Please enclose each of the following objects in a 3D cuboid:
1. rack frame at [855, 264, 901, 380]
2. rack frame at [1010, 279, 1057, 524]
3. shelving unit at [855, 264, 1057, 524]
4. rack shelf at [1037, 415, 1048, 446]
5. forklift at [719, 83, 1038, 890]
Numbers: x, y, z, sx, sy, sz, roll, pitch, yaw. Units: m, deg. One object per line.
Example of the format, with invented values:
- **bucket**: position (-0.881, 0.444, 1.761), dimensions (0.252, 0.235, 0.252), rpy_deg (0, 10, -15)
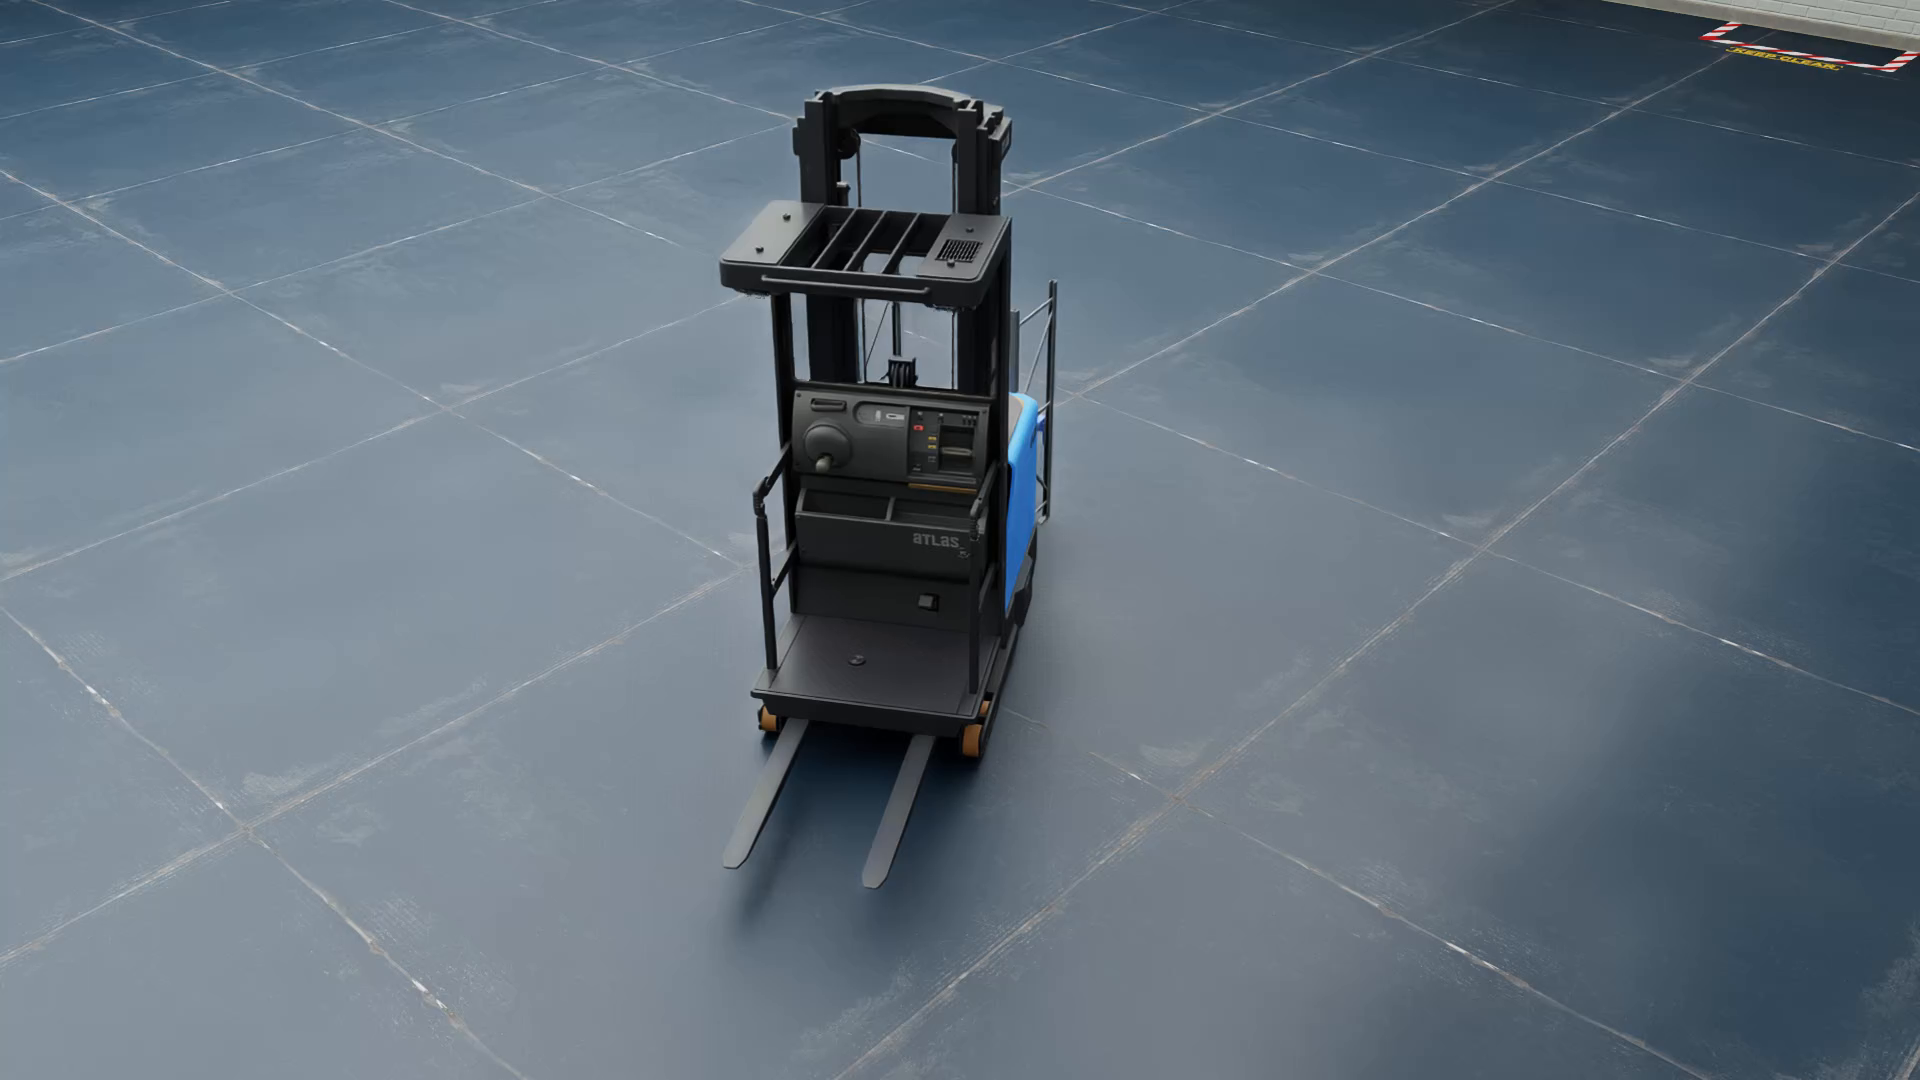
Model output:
- **rack frame**: position (-0.486, -0.933, 9.790), dimensions (0.032, 1.500, 0.500), rpy_deg (16, 35, 24)
- **rack frame**: position (0.404, -0.679, 9.369), dimensions (0.032, 1.500, 0.500), rpy_deg (16, 35, 24)
- **shelving unit**: position (-0.041, -0.806, 9.579), dimensions (1.048, 1.500, 0.538), rpy_deg (16, 35, 24)
- **rack shelf**: position (-0.041, -0.652, 9.672), dimensions (1.000, 0.185, 0.538), rpy_deg (16, 35, 24)
- **forklift**: position (-0.366, -0.423, 7.555), dimensions (1.130, 2.935, 3.031), rpy_deg (6, 32, 10)
